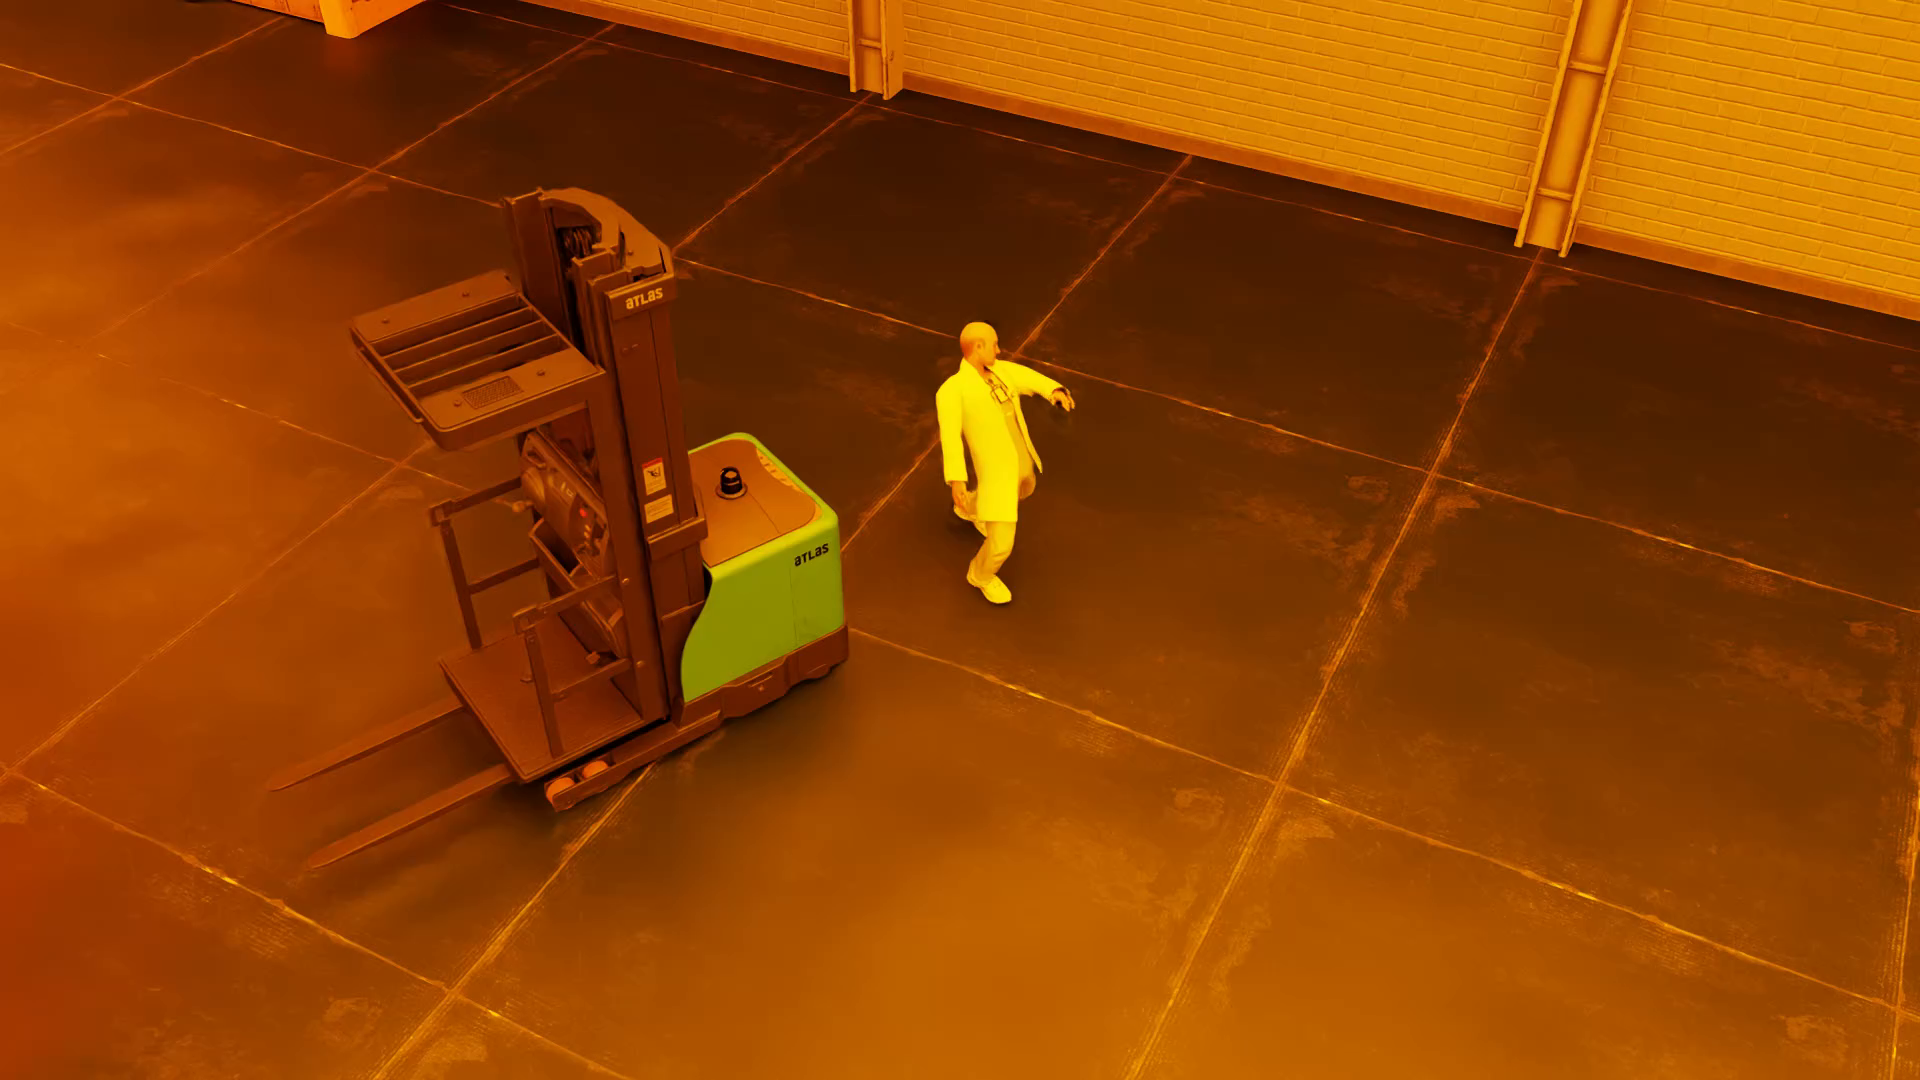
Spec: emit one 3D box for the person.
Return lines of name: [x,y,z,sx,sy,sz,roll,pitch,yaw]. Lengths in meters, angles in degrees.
person: [0.185,-0.359,9.458,0.896,1.559,0.970,18,43,20]

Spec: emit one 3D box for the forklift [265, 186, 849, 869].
forklift: [-2.115,-0.115,8.123,3.031,2.935,1.130,-25,46,-27]
